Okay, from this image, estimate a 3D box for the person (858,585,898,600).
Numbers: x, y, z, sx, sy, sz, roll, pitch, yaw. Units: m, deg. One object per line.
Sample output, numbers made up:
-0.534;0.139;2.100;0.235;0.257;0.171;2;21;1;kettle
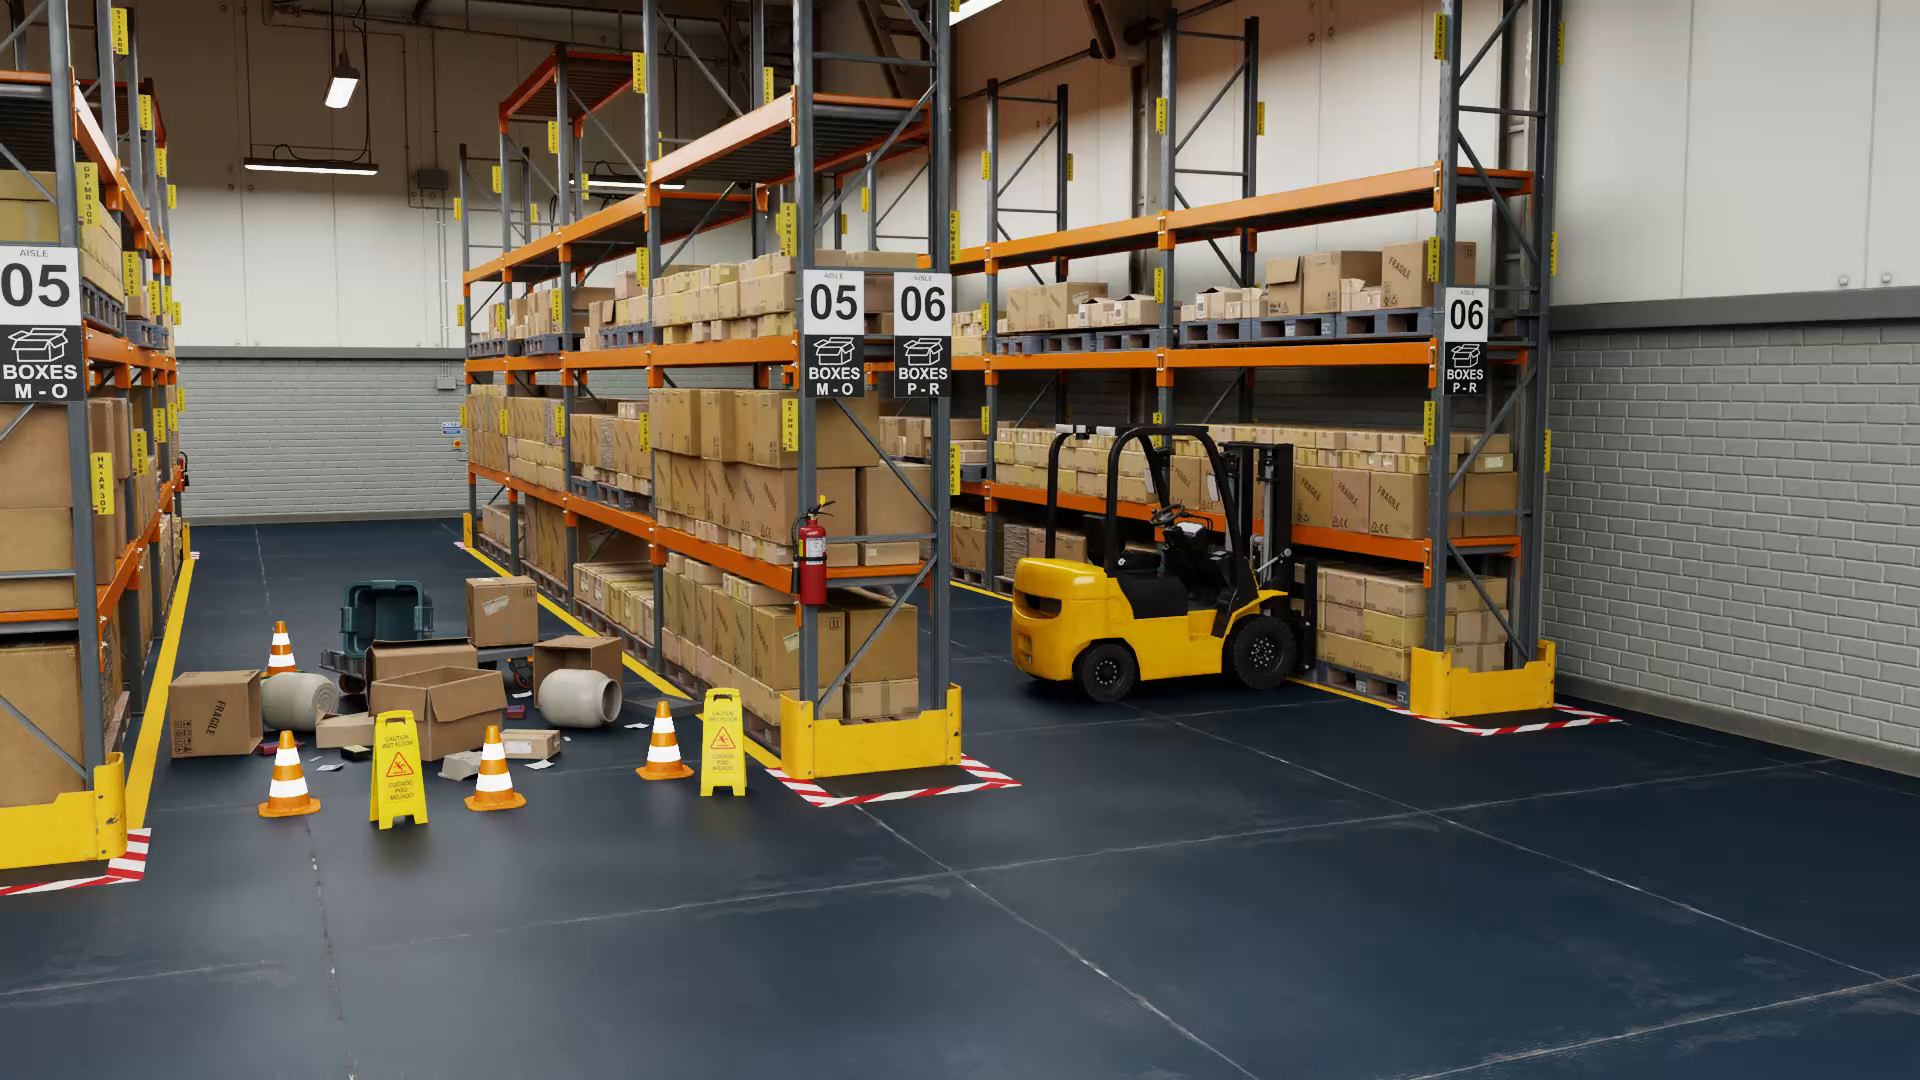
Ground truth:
-1.016;0.361;18.673;0.908;0.790;0.464;-3;6;-26;person
